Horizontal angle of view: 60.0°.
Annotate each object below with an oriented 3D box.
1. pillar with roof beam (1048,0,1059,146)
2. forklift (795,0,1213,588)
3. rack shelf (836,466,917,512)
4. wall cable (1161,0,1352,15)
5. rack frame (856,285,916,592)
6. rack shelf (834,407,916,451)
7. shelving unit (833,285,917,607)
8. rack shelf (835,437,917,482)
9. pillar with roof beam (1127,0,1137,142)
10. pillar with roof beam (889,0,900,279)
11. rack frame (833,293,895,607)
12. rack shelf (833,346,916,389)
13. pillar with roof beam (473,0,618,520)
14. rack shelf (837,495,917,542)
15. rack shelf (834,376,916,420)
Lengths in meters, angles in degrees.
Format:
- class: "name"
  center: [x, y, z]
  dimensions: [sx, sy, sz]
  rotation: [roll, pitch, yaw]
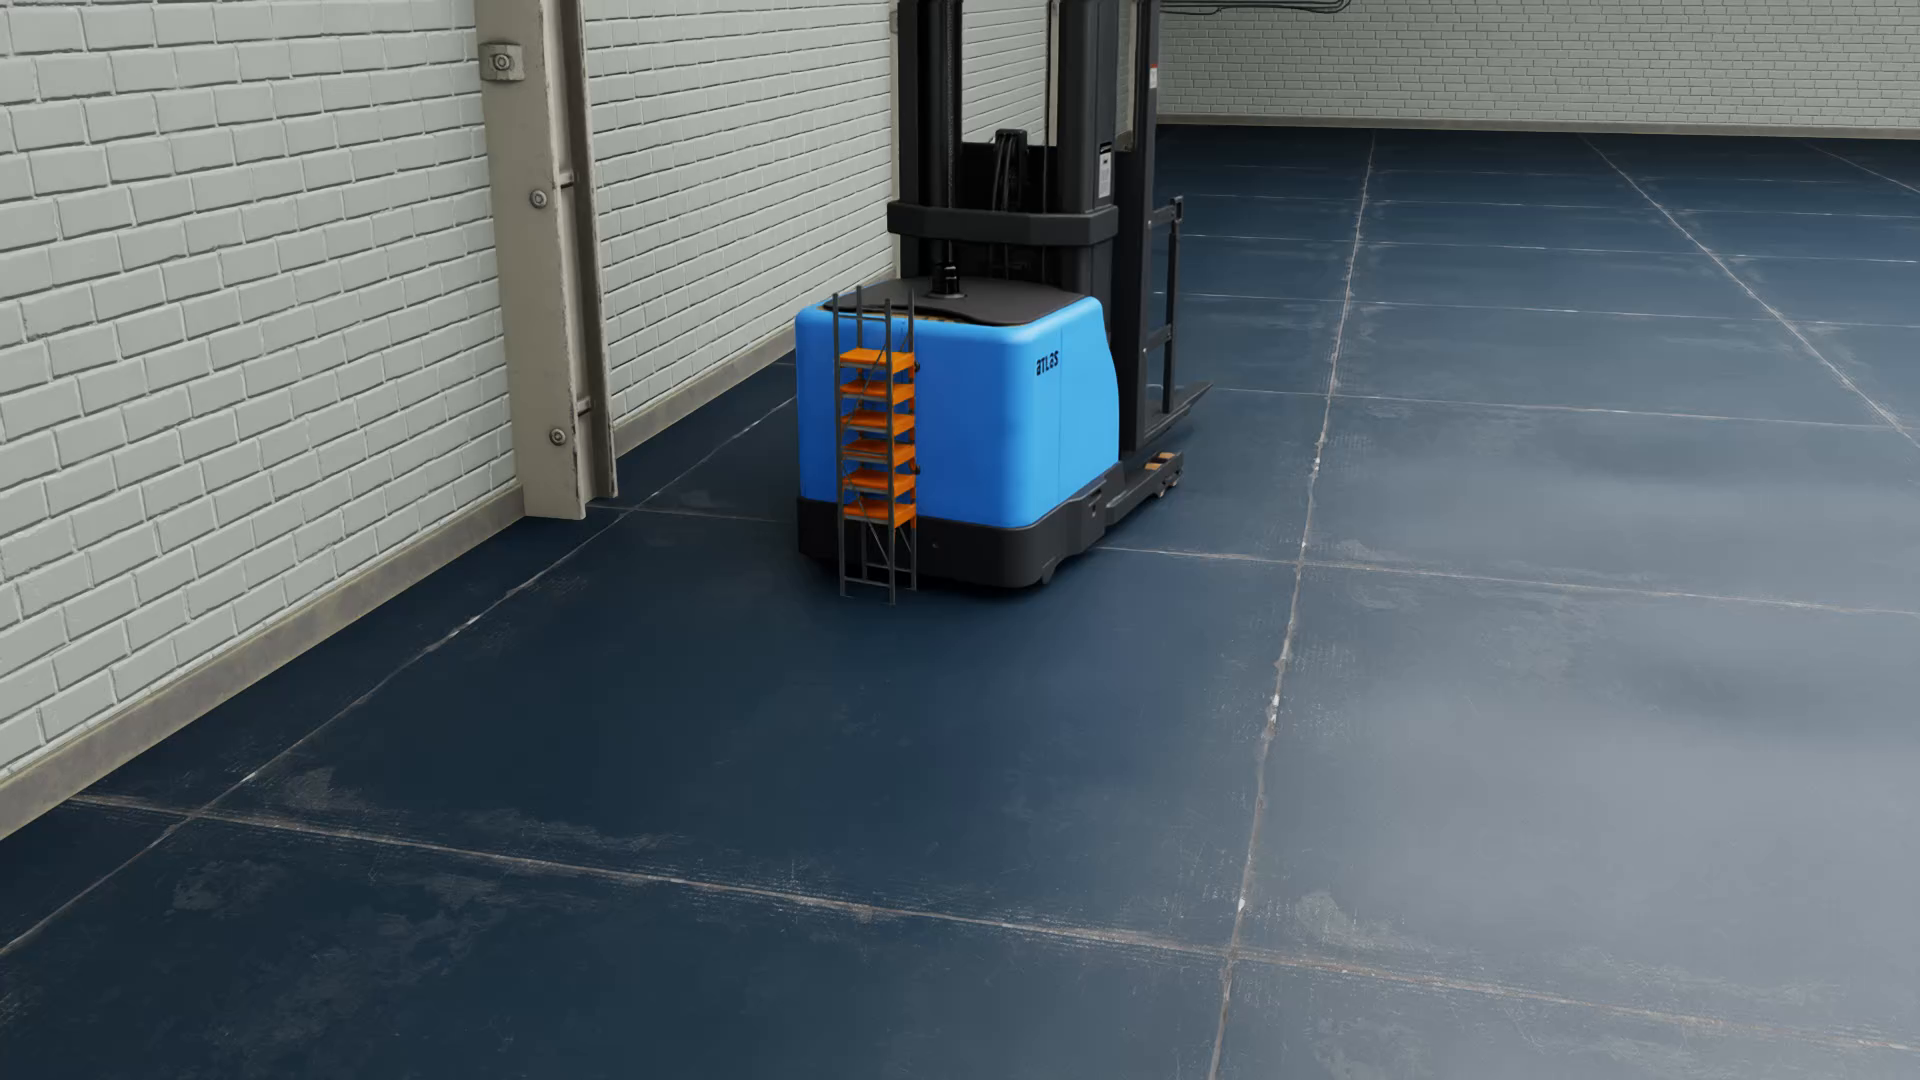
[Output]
- class: "pillar with roof beam"
  center: [5.305, -7.844, 16.229]
  dimensions: [9.100, 9.000, 0.400]
  rotation: [5, 19, 13]
- class: "forklift"
  center: [0.418, -1.637, 7.444]
  dimensions: [1.130, 2.935, 3.031]
  rotation: [9, 21, 24]
- class: "rack shelf"
  center: [-0.322, -0.198, 6.421]
  dimensions: [0.258, 0.103, 0.180]
  rotation: [9, 21, 24]
- class: "wall cable"
  center: [4.599, -9.414, 25.630]
  dimensions: [3.097, 2.526, 0.112]
  rotation: [5, 19, 13]
- class: "rack frame"
  center: [-0.283, -0.381, 6.446]
  dimensions: [0.240, 1.200, 0.006]
  rotation: [9, 21, 24]
- class: "rack shelf"
  center: [-0.322, -0.425, 6.343]
  dimensions: [0.258, 0.103, 0.180]
  rotation: [9, 21, 24]
- class: "shelving unit"
  center: [-0.322, -0.354, 6.367]
  dimensions: [0.258, 1.200, 0.189]
  rotation: [9, 21, 24]
- class: "rack shelf"
  center: [-0.322, -0.312, 6.382]
  dimensions: [0.258, 0.103, 0.180]
  rotation: [9, 21, 24]
- class: "pillar with roof beam"
  center: [6.771, -9.724, 21.735]
  dimensions: [9.100, 9.000, 0.400]
  rotation: [5, 19, 13]
- class: "pillar with roof beam"
  center: [3.839, -5.963, 10.723]
  dimensions: [9.100, 9.000, 0.400]
  rotation: [5, 19, 13]
- class: "rack frame"
  center: [-0.361, -0.327, 6.289]
  dimensions: [0.240, 1.200, 0.006]
  rotation: [9, 21, 24]
- class: "rack shelf"
  center: [-0.322, -0.653, 6.265]
  dimensions: [0.258, 0.103, 0.180]
  rotation: [9, 21, 24]
- class: "pillar with roof beam"
  center: [2.373, -4.082, 5.218]
  dimensions: [9.100, 9.000, 0.400]
  rotation: [5, 19, 13]
- class: "rack shelf"
  center: [-0.322, -0.085, 6.459]
  dimensions: [0.258, 0.103, 0.180]
  rotation: [9, 21, 24]
- class: "rack shelf"
  center: [-0.322, -0.539, 6.304]
  dimensions: [0.258, 0.103, 0.180]
  rotation: [9, 21, 24]
